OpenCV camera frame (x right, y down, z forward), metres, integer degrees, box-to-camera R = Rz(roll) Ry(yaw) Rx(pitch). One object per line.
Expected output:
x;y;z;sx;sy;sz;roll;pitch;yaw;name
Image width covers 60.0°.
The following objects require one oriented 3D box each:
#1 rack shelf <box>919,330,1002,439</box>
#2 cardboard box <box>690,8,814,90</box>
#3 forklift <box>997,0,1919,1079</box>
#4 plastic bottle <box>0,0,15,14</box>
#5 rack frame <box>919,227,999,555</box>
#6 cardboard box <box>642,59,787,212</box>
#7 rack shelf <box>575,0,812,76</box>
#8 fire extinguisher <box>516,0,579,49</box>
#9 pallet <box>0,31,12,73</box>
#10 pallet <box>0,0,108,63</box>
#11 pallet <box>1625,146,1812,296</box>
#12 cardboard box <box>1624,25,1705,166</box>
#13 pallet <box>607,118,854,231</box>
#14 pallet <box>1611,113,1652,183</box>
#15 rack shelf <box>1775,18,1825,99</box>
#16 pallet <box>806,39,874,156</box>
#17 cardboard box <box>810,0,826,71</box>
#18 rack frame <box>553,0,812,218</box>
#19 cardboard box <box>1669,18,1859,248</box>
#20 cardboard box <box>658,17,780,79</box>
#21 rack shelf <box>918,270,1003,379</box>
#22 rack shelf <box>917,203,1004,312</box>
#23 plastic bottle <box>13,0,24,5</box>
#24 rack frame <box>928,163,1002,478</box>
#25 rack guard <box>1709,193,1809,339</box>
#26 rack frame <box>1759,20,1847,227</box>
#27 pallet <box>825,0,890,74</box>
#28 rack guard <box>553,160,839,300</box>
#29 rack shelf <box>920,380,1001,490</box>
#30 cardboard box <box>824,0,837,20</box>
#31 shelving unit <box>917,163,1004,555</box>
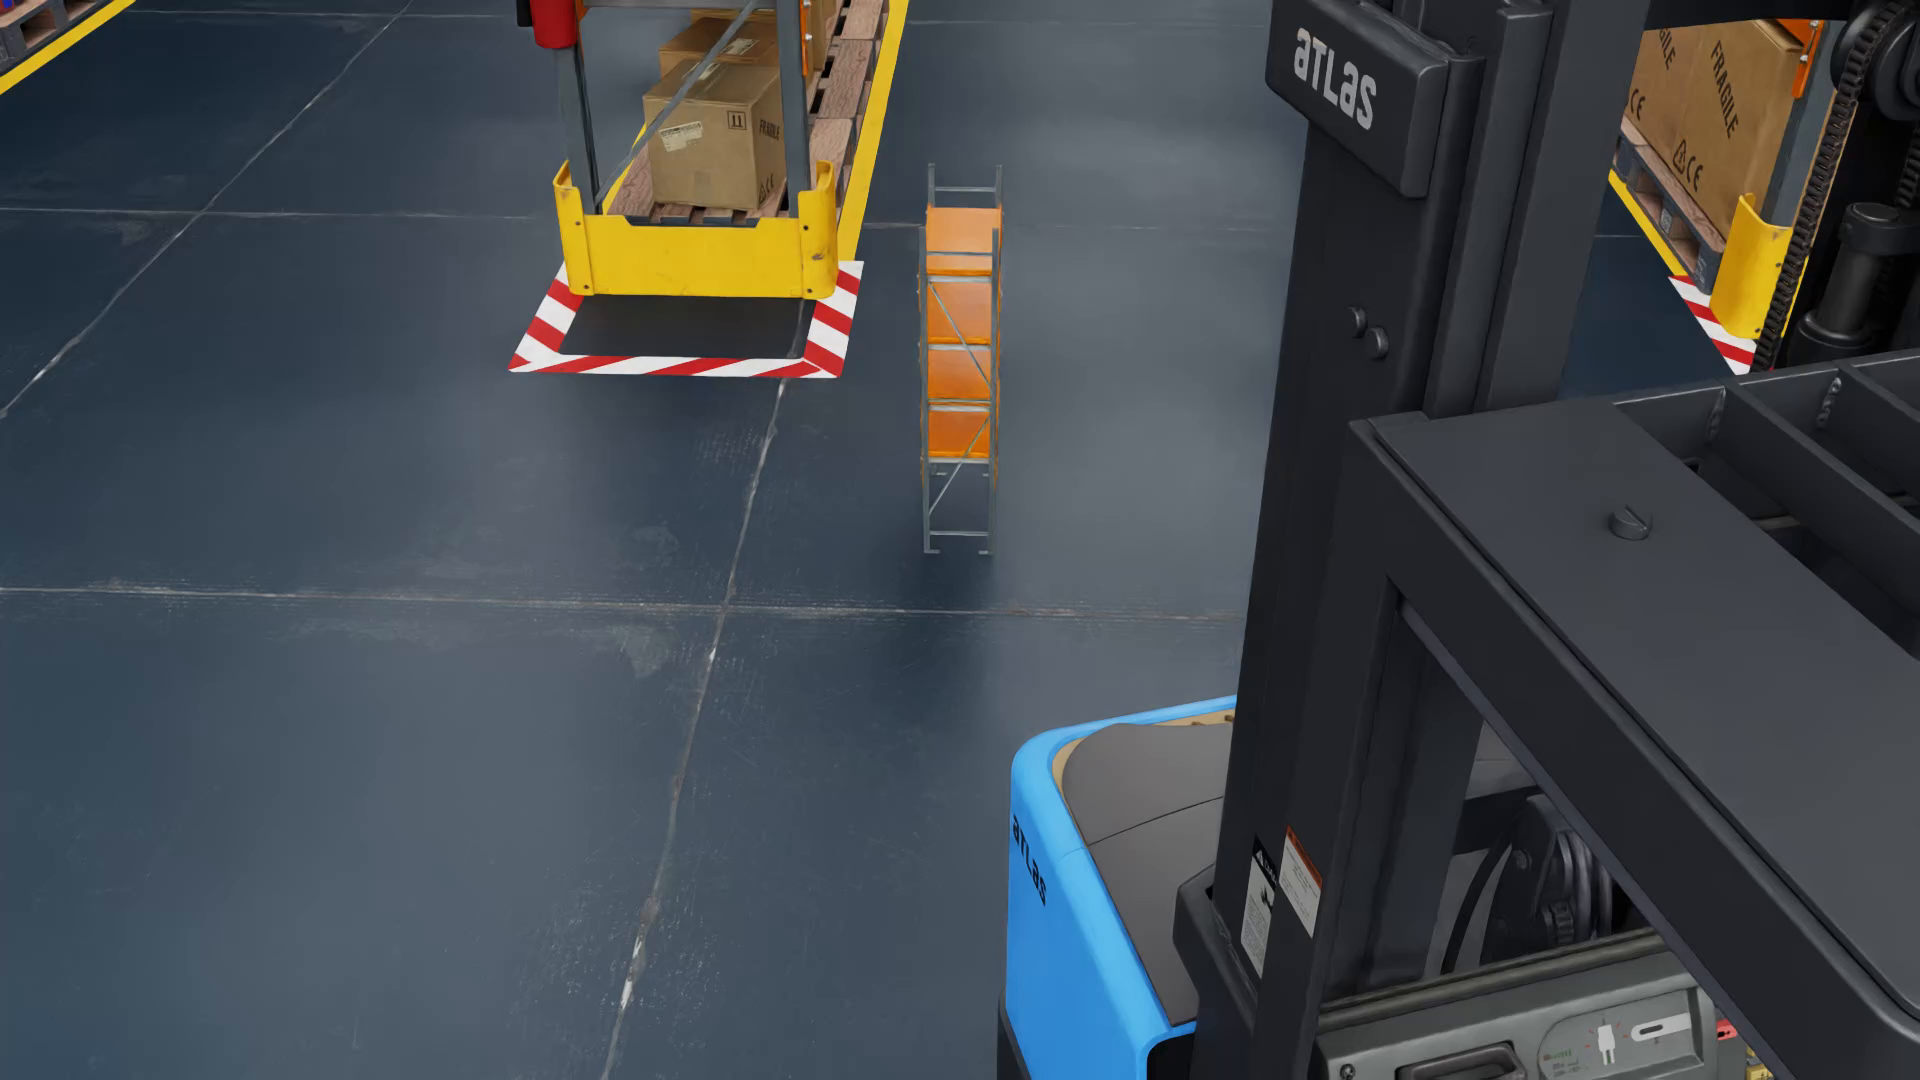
0.007;-0.531;5.579;0.258;0.148;0.480;1;35;2;rack shelf
-1.061;-2.553;8.583;0.500;0.500;0.500;4;35;6;cardboard box
0.973;0.812;2.045;1.130;2.935;3.031;-9;36;-13;forklift
-5.635;-3.242;9.734;0.061;0.283;0.133;4;35;5;plastic bottle
-0.003;-0.446;5.341;0.240;1.200;0.015;1;35;2;rack frame
-1.095;-1.849;7.582;0.500;0.500;0.500;8;36;11;cardboard box
-1.056;-3.197;8.315;1.077;0.370;4.000;1;35;2;rack shelf
-1.602;-2.255;6.417;0.296;0.674;0.183;1;35;2;fire extinguisher
-6.040;-2.526;9.161;1.003;0.211;1.213;1;35;2;pallet
-5.994;-3.229;10.161;1.003;0.211;1.213;1;35;2;pallet
3.769;-1.490;7.686;1.003;0.211;1.213;1;35;2;pallet
3.810;-2.369;7.994;0.875;0.875;0.875;1;35;1;cardboard box
-1.066;-1.711;8.001;1.003;0.211;1.213;1;35;2;pallet
3.821;-2.189;8.681;1.003;0.211;1.213;1;35;2;pallet
3.896;-3.024;8.070;1.077;0.370;4.000;1;35;2;rack shelf
-1.014;-2.410;8.995;1.003;0.211;1.213;1;35;2;pallet
-0.994;-2.873;9.037;0.500;0.500;0.500;-2;35;-2;cardboard box
-1.137;-2.342;6.474;1.000;3.000;0.127;1;35;2;rack frame
3.776;-1.863;7.275;0.875;0.875;0.875;2;35;2;cardboard box
-1.105;-2.194;8.071;0.500;0.500;0.500;10;36;14;cardboard box
0.007;-0.714;5.450;0.258;0.148;0.480;1;35;2;rack shelf
0.007;-0.907;5.314;0.258;0.148;0.480;1;35;2;rack shelf
-5.671;-3.364;9.849;0.144;0.351;0.185;0;35;0;plastic bottle
0.016;-0.726;5.740;0.240;1.200;0.015;1;35;2;rack frame
3.814;-1.133;6.927;1.175;0.500;0.348;1;35;2;rack guard
3.815;-2.169;6.228;1.000;3.000;0.127;1;35;2;rack frame
-0.968;-3.113;9.995;1.003;0.211;1.213;1;35;2;pallet
-1.134;-1.363;7.255;1.175;0.500;0.348;1;35;2;rack guard
0.007;-0.369;5.693;0.258;0.148;0.480;1;35;2;rack shelf
-1.047;-3.231;9.547;0.500;0.500;0.500;12;37;17;cardboard box
0.007;-0.586;5.540;0.258;1.200;0.503;1;35;2;shelving unit
